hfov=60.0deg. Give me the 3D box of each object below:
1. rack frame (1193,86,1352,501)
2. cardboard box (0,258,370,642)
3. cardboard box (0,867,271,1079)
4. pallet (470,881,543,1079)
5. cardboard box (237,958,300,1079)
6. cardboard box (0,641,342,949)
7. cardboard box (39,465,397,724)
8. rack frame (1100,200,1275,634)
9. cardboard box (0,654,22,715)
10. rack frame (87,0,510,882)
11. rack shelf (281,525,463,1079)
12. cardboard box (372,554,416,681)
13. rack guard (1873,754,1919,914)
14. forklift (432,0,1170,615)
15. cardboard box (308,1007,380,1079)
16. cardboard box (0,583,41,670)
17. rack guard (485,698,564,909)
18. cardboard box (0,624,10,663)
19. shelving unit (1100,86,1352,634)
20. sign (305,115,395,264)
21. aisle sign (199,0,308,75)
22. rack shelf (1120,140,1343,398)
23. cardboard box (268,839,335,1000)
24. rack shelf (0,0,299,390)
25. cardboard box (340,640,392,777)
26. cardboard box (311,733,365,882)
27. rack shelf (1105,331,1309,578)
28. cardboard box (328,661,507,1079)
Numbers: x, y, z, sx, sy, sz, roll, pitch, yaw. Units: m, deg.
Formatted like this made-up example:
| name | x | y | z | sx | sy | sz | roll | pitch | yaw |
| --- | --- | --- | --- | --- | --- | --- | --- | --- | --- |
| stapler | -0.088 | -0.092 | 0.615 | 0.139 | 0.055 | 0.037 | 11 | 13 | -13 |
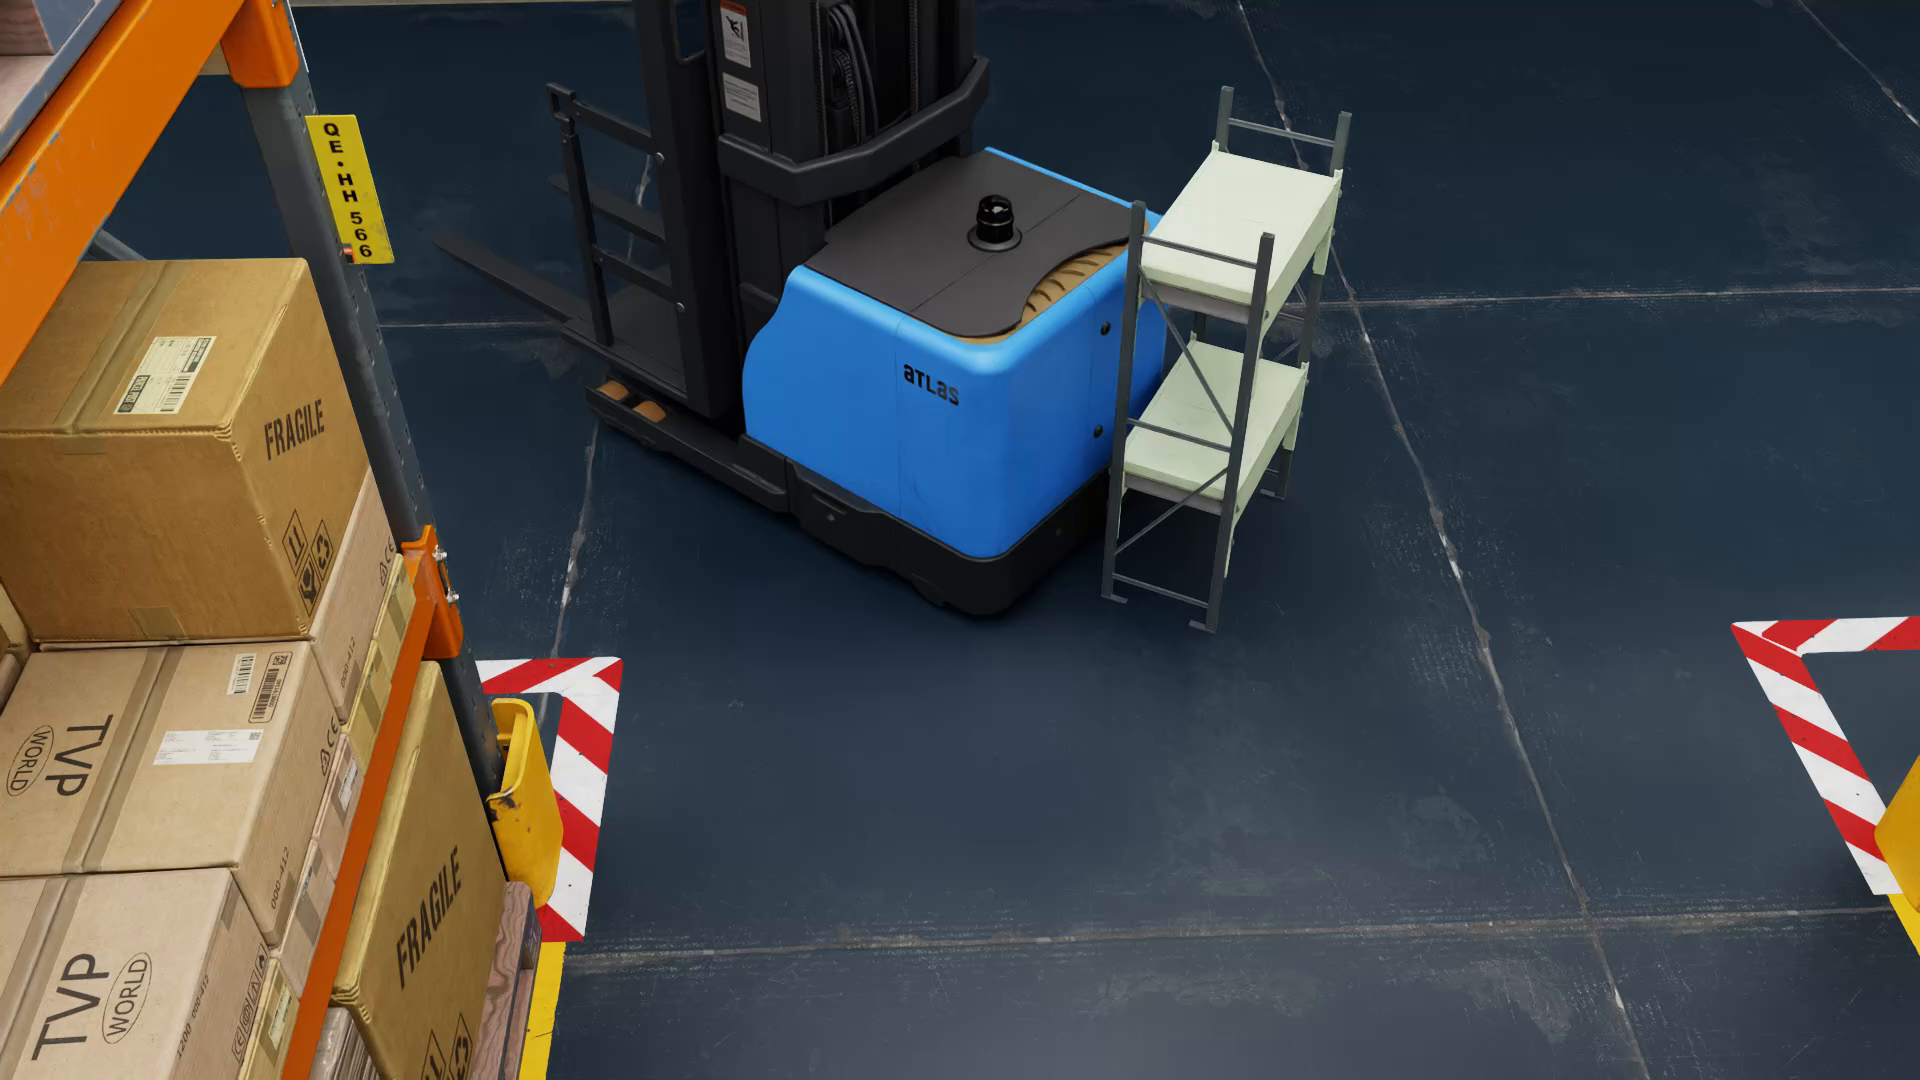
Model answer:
| name | x | y | z | sx | sy | sz | roll | pitch | yaw |
| --- | --- | --- | --- | --- | --- | --- | --- | --- | --- |
| rack frame | 0.972 | -0.756 | 5.465 | 0.400 | 1.500 | 0.023 | 18 | 46 | 19 |
| cardboard box | -1.448 | -0.167 | 3.048 | 0.500 | 0.500 | 0.500 | -1 | 43 | -1 |
| cardboard box | -1.403 | 0.794 | 2.555 | 0.500 | 0.250 | 0.500 | -3 | 43 | -3 |
| pallet | -1.619 | 1.408 | 4.057 | 1.003 | 0.211 | 1.213 | -2 | 43 | -2 |
| cardboard box | -1.342 | 0.856 | 2.782 | 0.380 | 0.149 | 0.250 | -3 | 43 | -3 |
| cardboard box | -1.424 | 0.451 | 2.929 | 0.500 | 0.250 | 0.500 | -2 | 43 | -3 |
| cardboard box | -1.445 | 0.108 | 3.303 | 0.500 | 0.250 | 0.500 | -2 | 43 | -2 |
| rack frame | 0.653 | -0.311 | 4.979 | 0.400 | 1.500 | 0.023 | 18 | 46 | 19 |
| cardboard box | -1.952 | 0.471 | 2.907 | 0.500 | 0.250 | 0.500 | -2 | 43 | -2 |
| rack frame | -1.731 | -0.157 | 3.702 | 1.000 | 3.000 | 0.127 | -2 | 43 | -2 |
| rack shelf | -1.646 | 1.458 | 2.472 | 1.077 | 0.370 | 4.000 | -2 | 43 | -2 |
| cardboard box | -1.387 | 0.166 | 3.534 | 0.380 | 0.149 | 0.250 | -1 | 43 | -1 |
| rack guard | 3.232 | 0.742 | 4.571 | 1.175 | 0.500 | 0.348 | -2 | 43 | -2 |
| forklift | -0.760 | -1.673 | 5.406 | 3.031 | 2.935 | 1.130 | 29 | 50 | 28 |
| cardboard box | -1.585 | 1.515 | 3.138 | 0.875 | 0.875 | 0.875 | -2 | 43 | -2 |
| cardboard box | -1.980 | 0.120 | 3.290 | 0.500 | 0.250 | 0.500 | -3 | 43 | -3 |
| rack guard | -1.732 | 0.748 | 4.564 | 1.175 | 0.500 | 0.348 | -2 | 43 | -2 |
| cardboard box | -1.959 | 0.181 | 2.668 | 0.500 | 0.500 | 0.500 | -3 | 43 | -3 |
| shelving unit | 0.812 | -0.534 | 5.222 | 0.431 | 1.500 | 0.755 | 18 | 46 | 19 |
| sign | -1.188 | -0.677 | 3.237 | 0.100 | 0.325 | 0.005 | -2 | 43 | -2 |
| aisle sign | -1.434 | -1.173 | 2.885 | 0.394 | 0.787 | 0.004 | -2 | 43 | -2 |
| rack shelf | 0.812 | -0.821 | 4.959 | 0.431 | 0.370 | 0.720 | 18 | 46 | 19 |
| cardboard box | -1.355 | 0.681 | 2.973 | 0.380 | 0.149 | 0.250 | -1 | 43 | -1 |
| rack shelf | -1.646 | 0.353 | 1.458 | 1.077 | 0.370 | 4.000 | -2 | 43 | -2 |
| cardboard box | -1.374 | 0.342 | 3.343 | 0.380 | 0.149 | 0.250 | -1 | 43 | -1 |
| cardboard box | -1.365 | 0.512 | 3.157 | 0.380 | 0.149 | 0.250 | -2 | 43 | -2 |
| rack shelf | 0.812 | -0.293 | 5.443 | 0.431 | 0.370 | 0.720 | 18 | 46 | 19 |
| cardboard box | -1.624 | 0.901 | 3.809 | 0.875 | 0.875 | 0.875 | -2 | 43 | -2 |
